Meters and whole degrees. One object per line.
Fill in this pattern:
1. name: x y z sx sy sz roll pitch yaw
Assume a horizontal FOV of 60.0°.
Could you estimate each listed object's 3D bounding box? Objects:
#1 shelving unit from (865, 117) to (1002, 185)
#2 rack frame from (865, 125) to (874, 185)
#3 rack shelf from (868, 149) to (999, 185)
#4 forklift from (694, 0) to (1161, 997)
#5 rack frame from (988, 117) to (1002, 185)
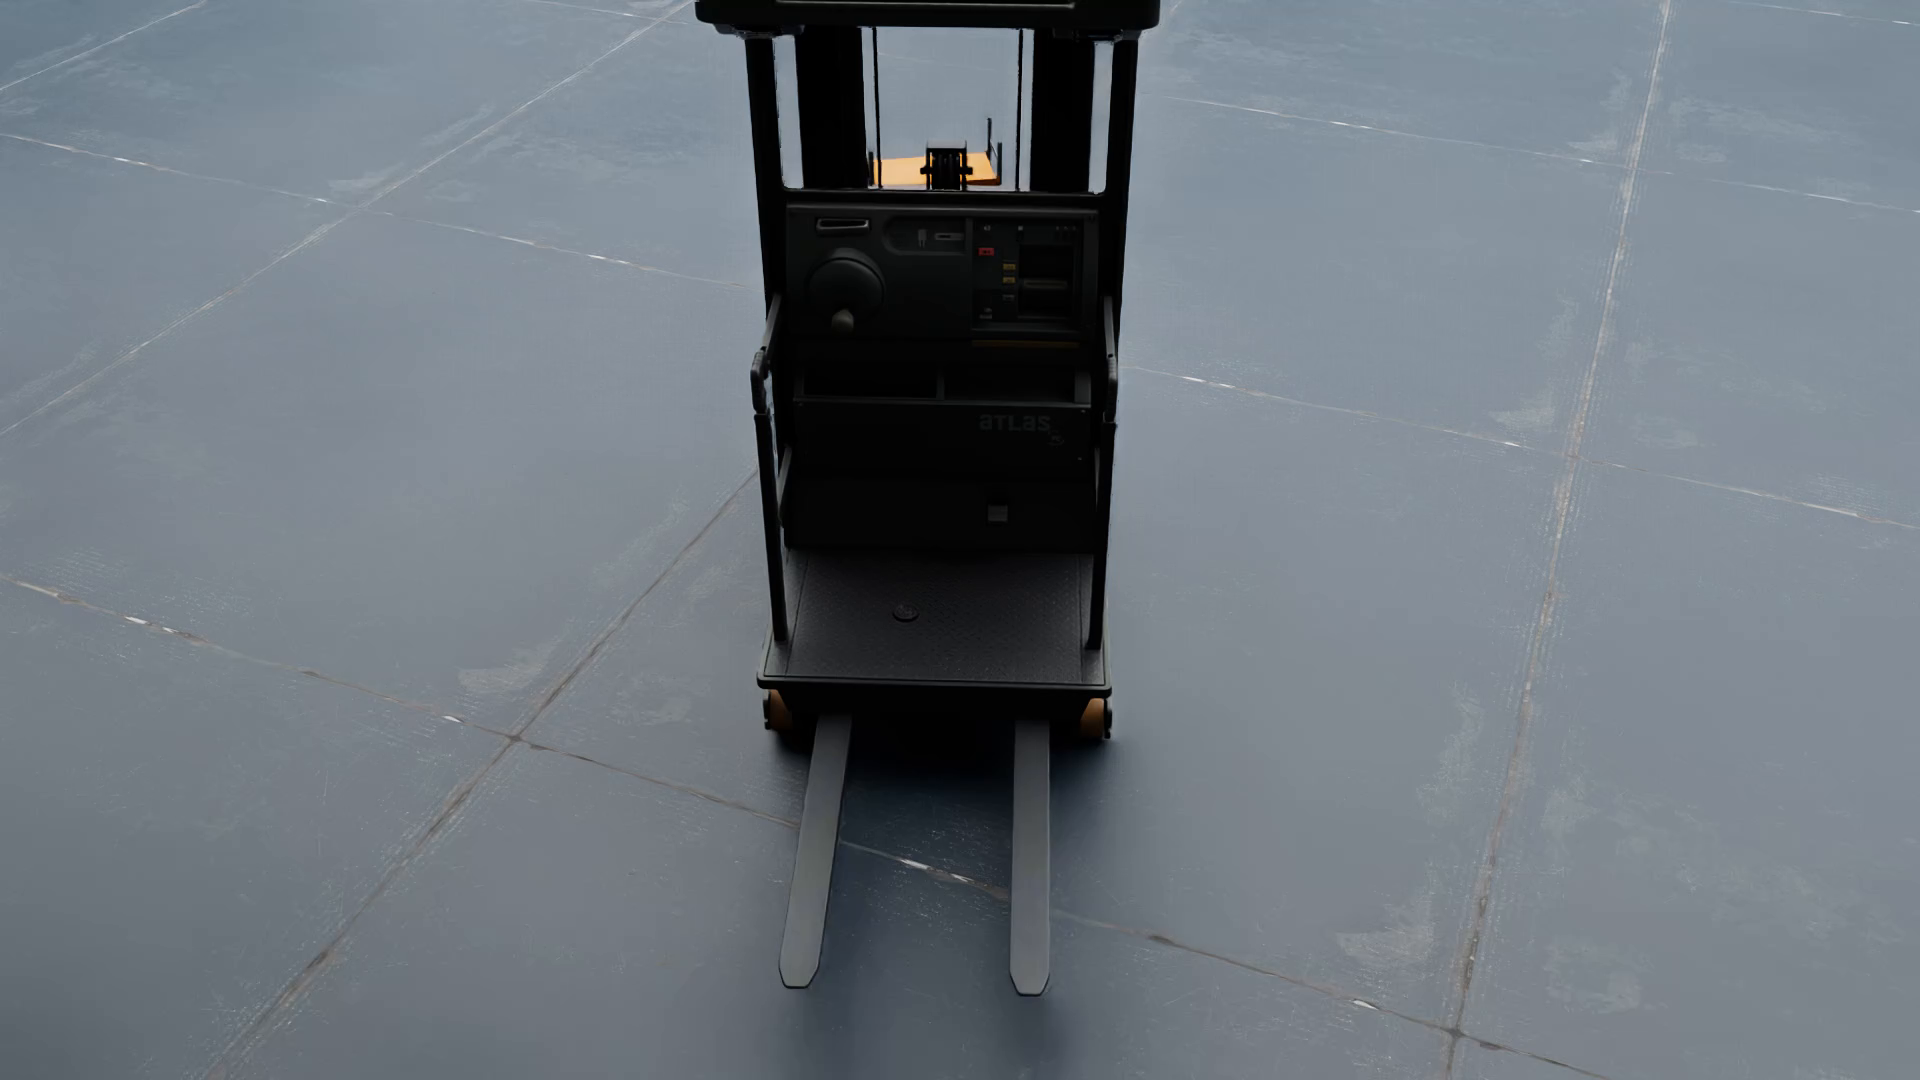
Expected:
1. shelving unit: -0.107 -1.062 6.668 0.503 1.200 0.258 -5 37 -7
2. rack frame: -0.349 -1.039 6.638 0.015 1.200 0.240 -5 37 -7
3. rack shelf: -0.107 -1.376 6.433 0.480 0.148 0.258 -5 37 -7
4. forklift: -0.061 -0.731 4.779 1.130 2.935 3.031 1 37 2
5. rack frame: 0.134 -1.084 6.698 0.015 1.200 0.240 -5 37 -7
